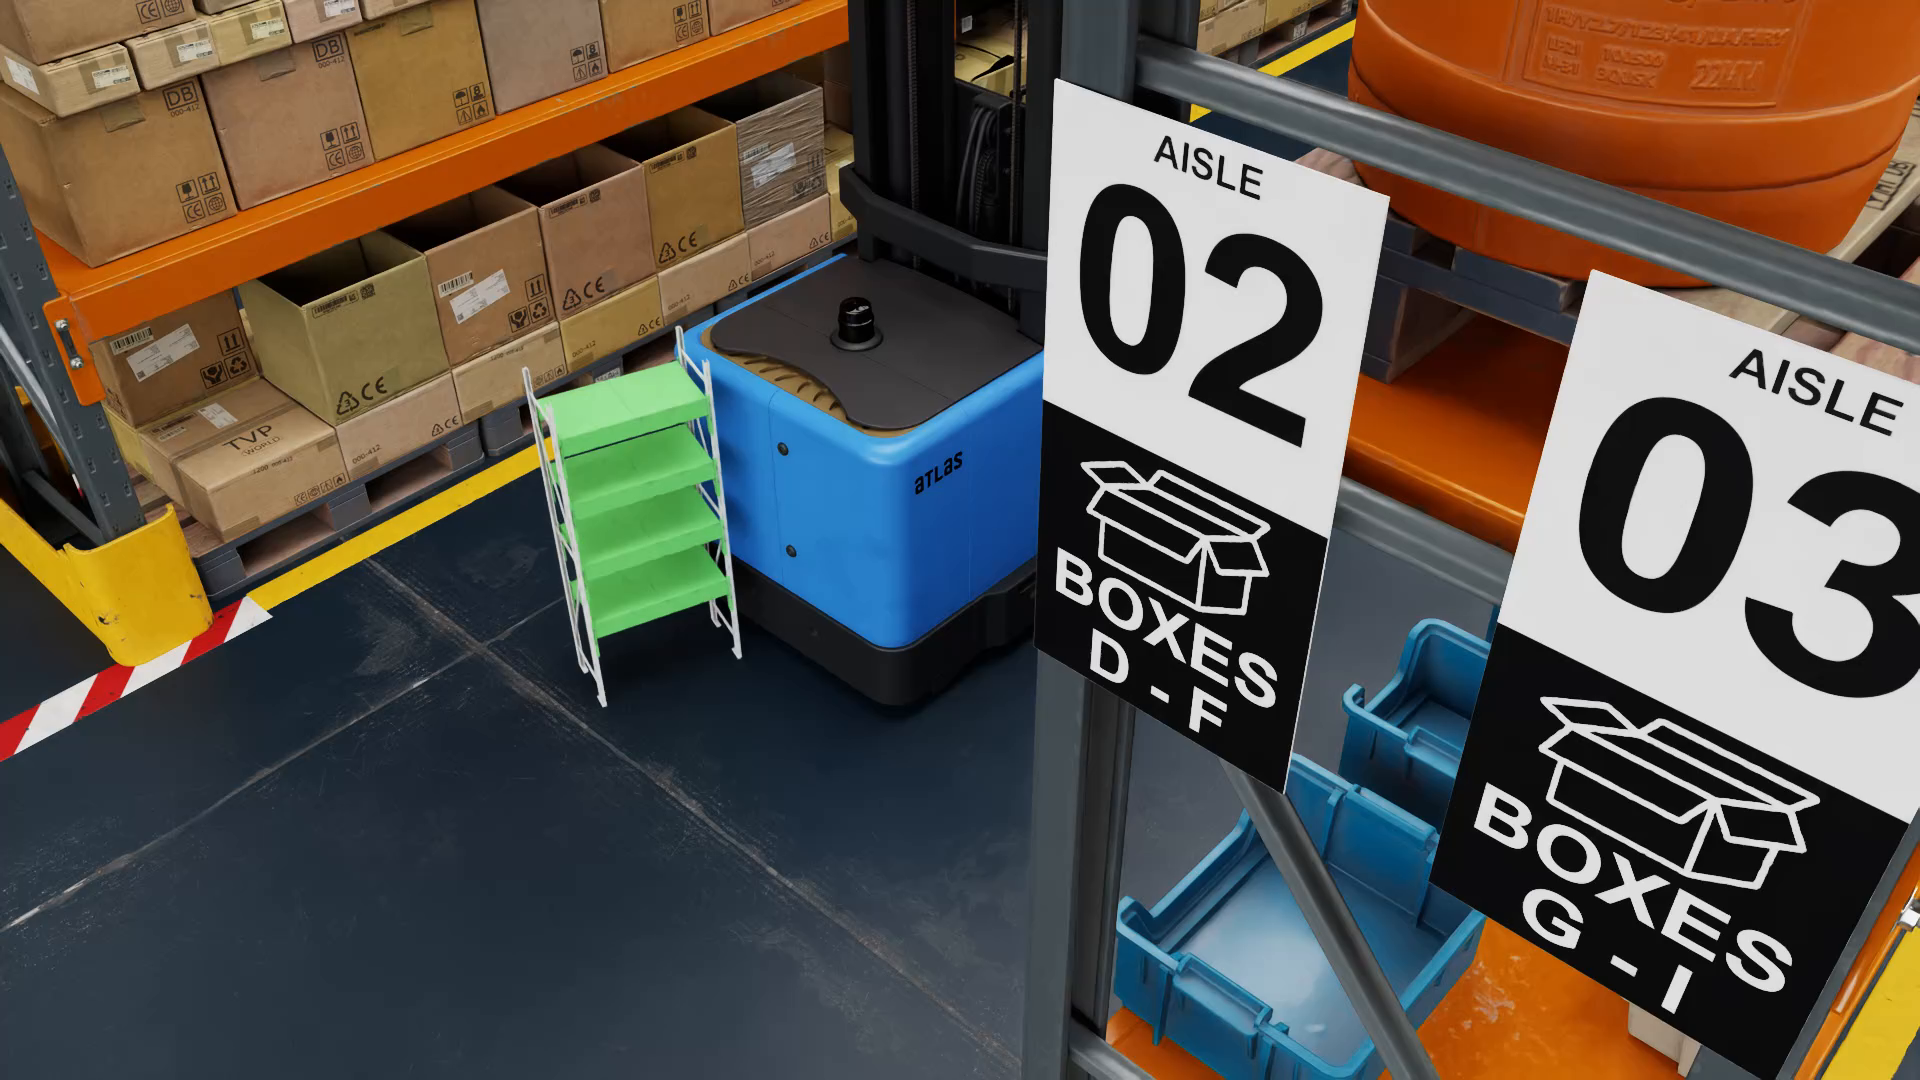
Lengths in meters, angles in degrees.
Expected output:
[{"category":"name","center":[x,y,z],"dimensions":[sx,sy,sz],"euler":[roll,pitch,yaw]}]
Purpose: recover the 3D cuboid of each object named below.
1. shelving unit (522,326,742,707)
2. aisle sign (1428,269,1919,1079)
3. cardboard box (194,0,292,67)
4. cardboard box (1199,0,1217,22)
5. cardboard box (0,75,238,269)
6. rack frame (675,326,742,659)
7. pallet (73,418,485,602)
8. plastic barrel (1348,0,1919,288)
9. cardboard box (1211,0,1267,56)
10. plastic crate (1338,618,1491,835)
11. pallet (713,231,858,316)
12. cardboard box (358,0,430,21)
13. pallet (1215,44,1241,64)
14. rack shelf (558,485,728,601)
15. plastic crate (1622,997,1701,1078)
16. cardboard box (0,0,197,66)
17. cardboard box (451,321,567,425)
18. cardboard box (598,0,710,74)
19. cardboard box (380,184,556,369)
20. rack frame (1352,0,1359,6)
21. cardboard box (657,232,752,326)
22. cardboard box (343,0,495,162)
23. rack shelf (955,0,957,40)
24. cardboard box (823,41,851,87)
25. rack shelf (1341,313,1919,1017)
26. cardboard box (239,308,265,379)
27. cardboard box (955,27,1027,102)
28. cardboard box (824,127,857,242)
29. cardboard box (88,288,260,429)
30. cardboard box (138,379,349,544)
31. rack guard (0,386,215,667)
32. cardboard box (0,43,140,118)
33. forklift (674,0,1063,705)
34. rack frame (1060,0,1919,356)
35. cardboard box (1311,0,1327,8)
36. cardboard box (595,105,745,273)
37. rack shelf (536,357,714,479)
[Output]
[{"category":"shelving unit","center":[-1.031,-0.053,5.353],"dimensions":[0.503,1.200,0.258],"euler":[-19,42,-22]},{"category":"aisle sign","center":[0.680,0.163,1.547],"dimensions":[0.394,0.787,0.004],"euler":[30,47,32]},{"category":"cardboard box","center":[-2.373,-1.677,5.347],"dimensions":[0.380,0.149,0.250],"euler":[30,47,32]},{"category":"cardboard box","center":[1.056,-2.995,9.028],"dimensions":[0.500,0.311,0.500],"euler":[31,48,33]},{"category":"cardboard box","center":[-2.817,-1.306,5.402],"dimensions":[0.700,0.500,0.500],"euler":[30,47,32]},{"category":"rack frame","center":[-0.817,-0.127,5.446],"dimensions":[0.015,1.200,0.240],"euler":[-19,42,-22]},{"category":"pallet","center":[-2.657,-0.335,6.502],"dimensions":[1.003,0.211,1.213],"euler":[30,47,32]},{"category":"plastic barrel","center":[0.746,-0.759,1.702],"dimensions":[0.600,0.830,0.708],"euler":[30,47,32]},{"category":"cardboard box","center":[1.394,-3.009,9.496],"dimensions":[0.500,0.250,0.500],"euler":[31,48,33]},{"category":"plastic crate","center":[1.071,0.431,3.418],"dimensions":[0.499,0.251,0.408],"euler":[30,47,32]},{"category":"pallet","center":[-1.011,-1.456,7.911],"dimensions":[1.003,0.211,1.213],"euler":[30,47,32]},{"category":"cardboard box","center":[-2.023,-1.915,5.647],"dimensions":[0.380,0.149,0.250],"euler":[28,46,31]},{"category":"pallet","center":[0.848,-2.722,9.503],"dimensions":[1.003,0.211,1.213],"euler":[30,47,32]},{"category":"rack shelf","center":[-1.031,-0.003,5.393],"dimensions":[0.480,0.148,0.258],"euler":[-19,42,-22]},{"category":"plastic crate","center":[1.353,0.851,2.981],"dimensions":[0.298,0.136,0.250],"euler":[30,47,32]},{"category":"cardboard box","center":[-2.782,-1.838,5.029],"dimensions":[0.700,0.500,0.500],"euler":[30,47,32]},{"category":"cardboard box","center":[-1.944,-0.759,6.667],"dimensions":[0.500,0.250,0.500],"euler":[30,47,32]},{"category":"cardboard box","center":[-1.430,-2.254,6.594],"dimensions":[0.700,0.500,0.500],"euler":[30,48,32]},{"category":"cardboard box","center":[-1.952,-1.058,6.439],"dimensions":[0.500,0.500,0.500],"euler":[30,47,32]},{"category":"rack frame","center":[2.255,-4.733,9.792],"dimensions":[1.000,3.000,0.127],"euler":[30,47,32]},{"category":"cardboard box","center":[-1.266,-1.217,7.242],"dimensions":[0.500,0.250,0.500],"euler":[30,47,32]},{"category":"cardboard box","center":[-2.127,-1.775,5.991],"dimensions":[0.700,0.500,0.500],"euler":[30,47,32]},{"category":"rack shelf","center":[0.906,-3.532,8.860],"dimensions":[1.077,0.370,4.000],"euler":[30,47,32]},{"category":"cardboard box","center":[-0.382,-2.509,8.417],"dimensions":[0.500,0.311,0.500],"euler":[30,47,32]},{"category":"rack shelf","center":[1.861,-0.787,2.998],"dimensions":[1.077,0.370,4.000],"euler":[30,47,32]},{"category":"cardboard box","center":[-2.670,-0.751,6.656],"dimensions":[0.500,0.250,0.500],"euler":[30,47,32]},{"category":"cardboard box","center":[0.019,-2.288,8.139],"dimensions":[0.500,0.311,0.500],"euler":[30,47,32]},{"category":"cardboard box","center":[-0.595,-1.679,7.823],"dimensions":[0.500,0.250,0.500],"euler":[30,47,32]},{"category":"cardboard box","center":[-3.000,-0.811,6.129],"dimensions":[0.500,0.500,0.500],"euler":[30,47,32]},{"category":"cardboard box","center":[-2.616,-0.299,6.087],"dimensions":[0.500,0.250,0.500],"euler":[30,47,32]},{"category":"rack guard","center":[-3.158,-0.068,5.934],"dimensions":[1.175,0.500,0.348],"euler":[30,47,32]},{"category":"cardboard box","center":[-2.718,-1.440,5.050],"dimensions":[0.380,0.149,0.250],"euler":[29,47,32]},{"category":"forklift","center":[0.425,-1.437,5.702],"dimensions":[1.130,2.935,3.031],"euler":[30,47,32]},{"category":"rack frame","center":[0.512,-1.324,0.685],"dimensions":[1.000,3.000,0.127],"euler":[30,47,32]},{"category":"cardboard box","center":[2.080,-3.477,10.084],"dimensions":[0.500,0.250,0.500],"euler":[31,48,33]},{"category":"cardboard box","center":[-1.275,-1.516,7.016],"dimensions":[0.500,0.500,0.500],"euler":[30,47,32]},{"category":"rack shelf","center":[-1.031,-0.379,5.094],"dimensions":[0.480,0.148,0.258],"euler":[-19,42,-22]}]
